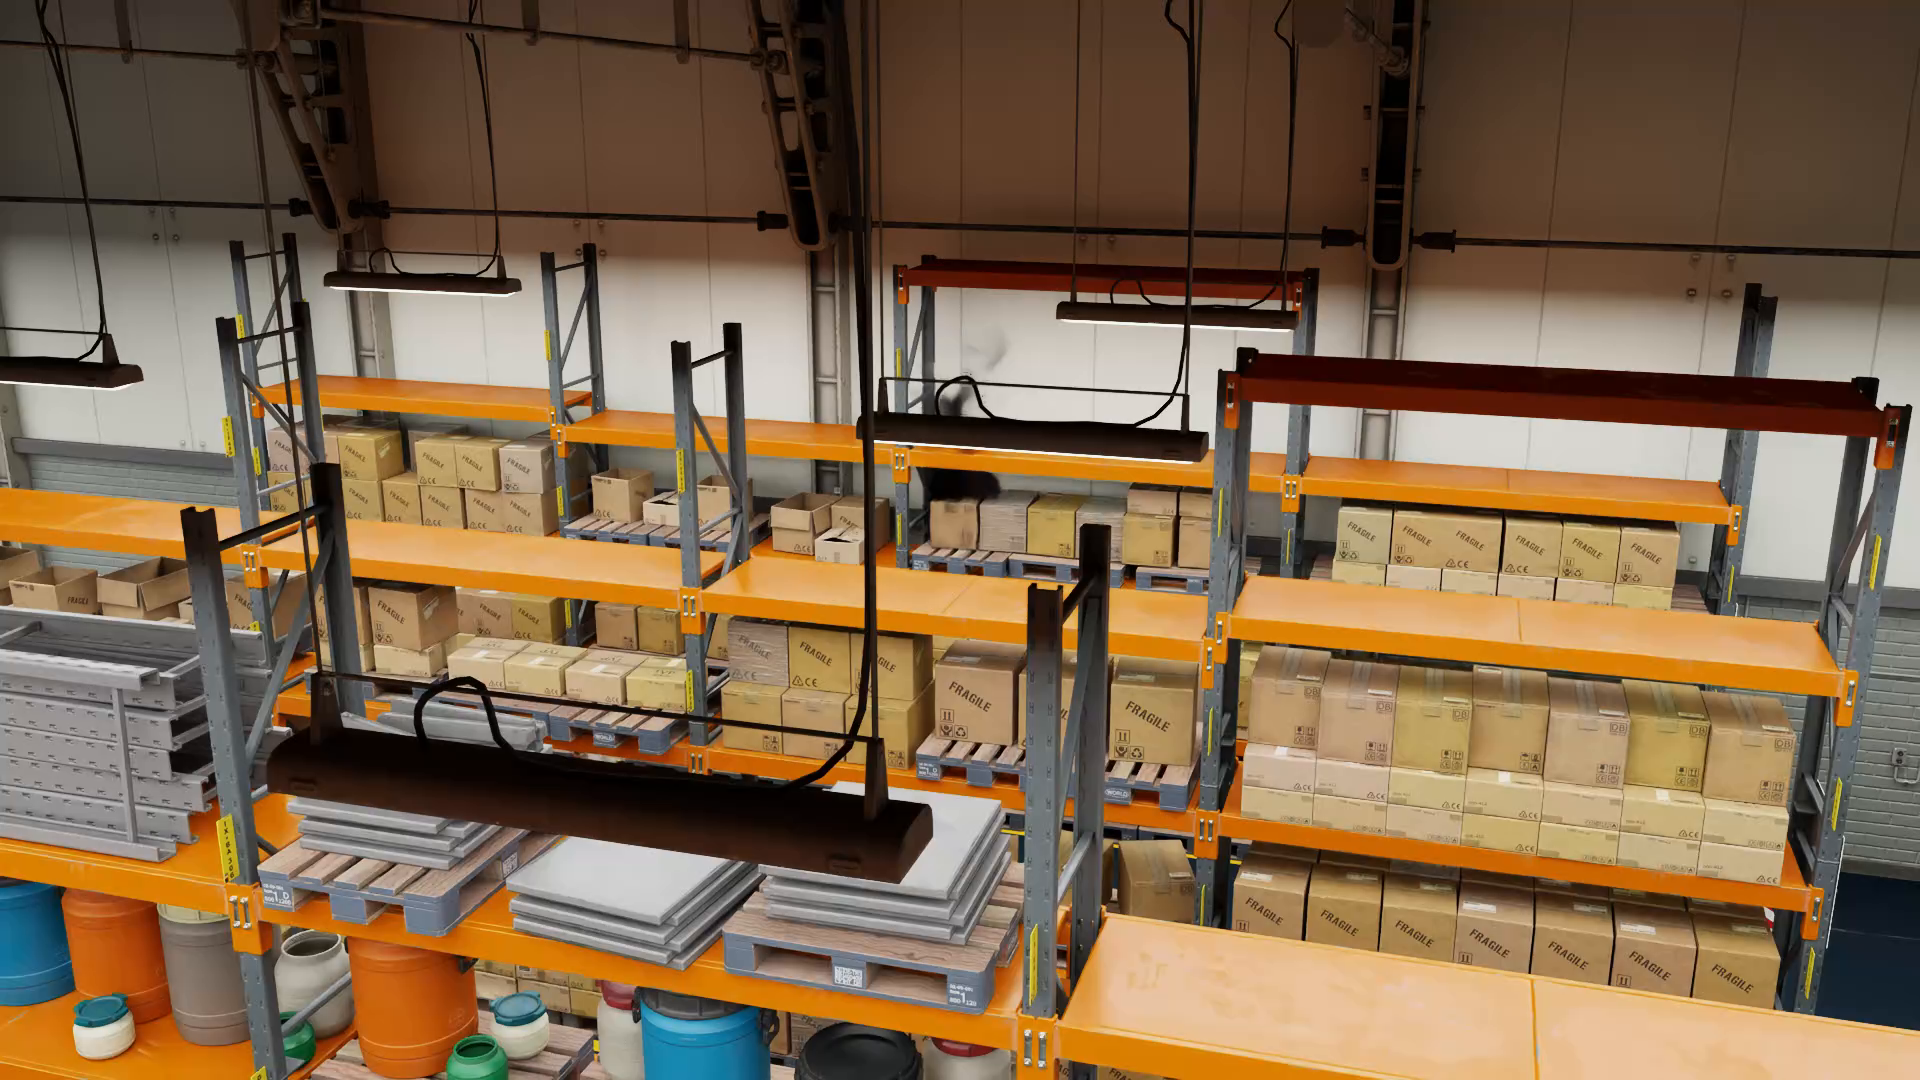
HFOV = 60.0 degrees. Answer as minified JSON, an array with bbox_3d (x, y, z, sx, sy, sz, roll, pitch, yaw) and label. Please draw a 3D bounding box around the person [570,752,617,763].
[{"bbox_3d":[-3.543,2.383,16.375,0.877,1.776,0.712,2,16,6],"label":"person"}]
